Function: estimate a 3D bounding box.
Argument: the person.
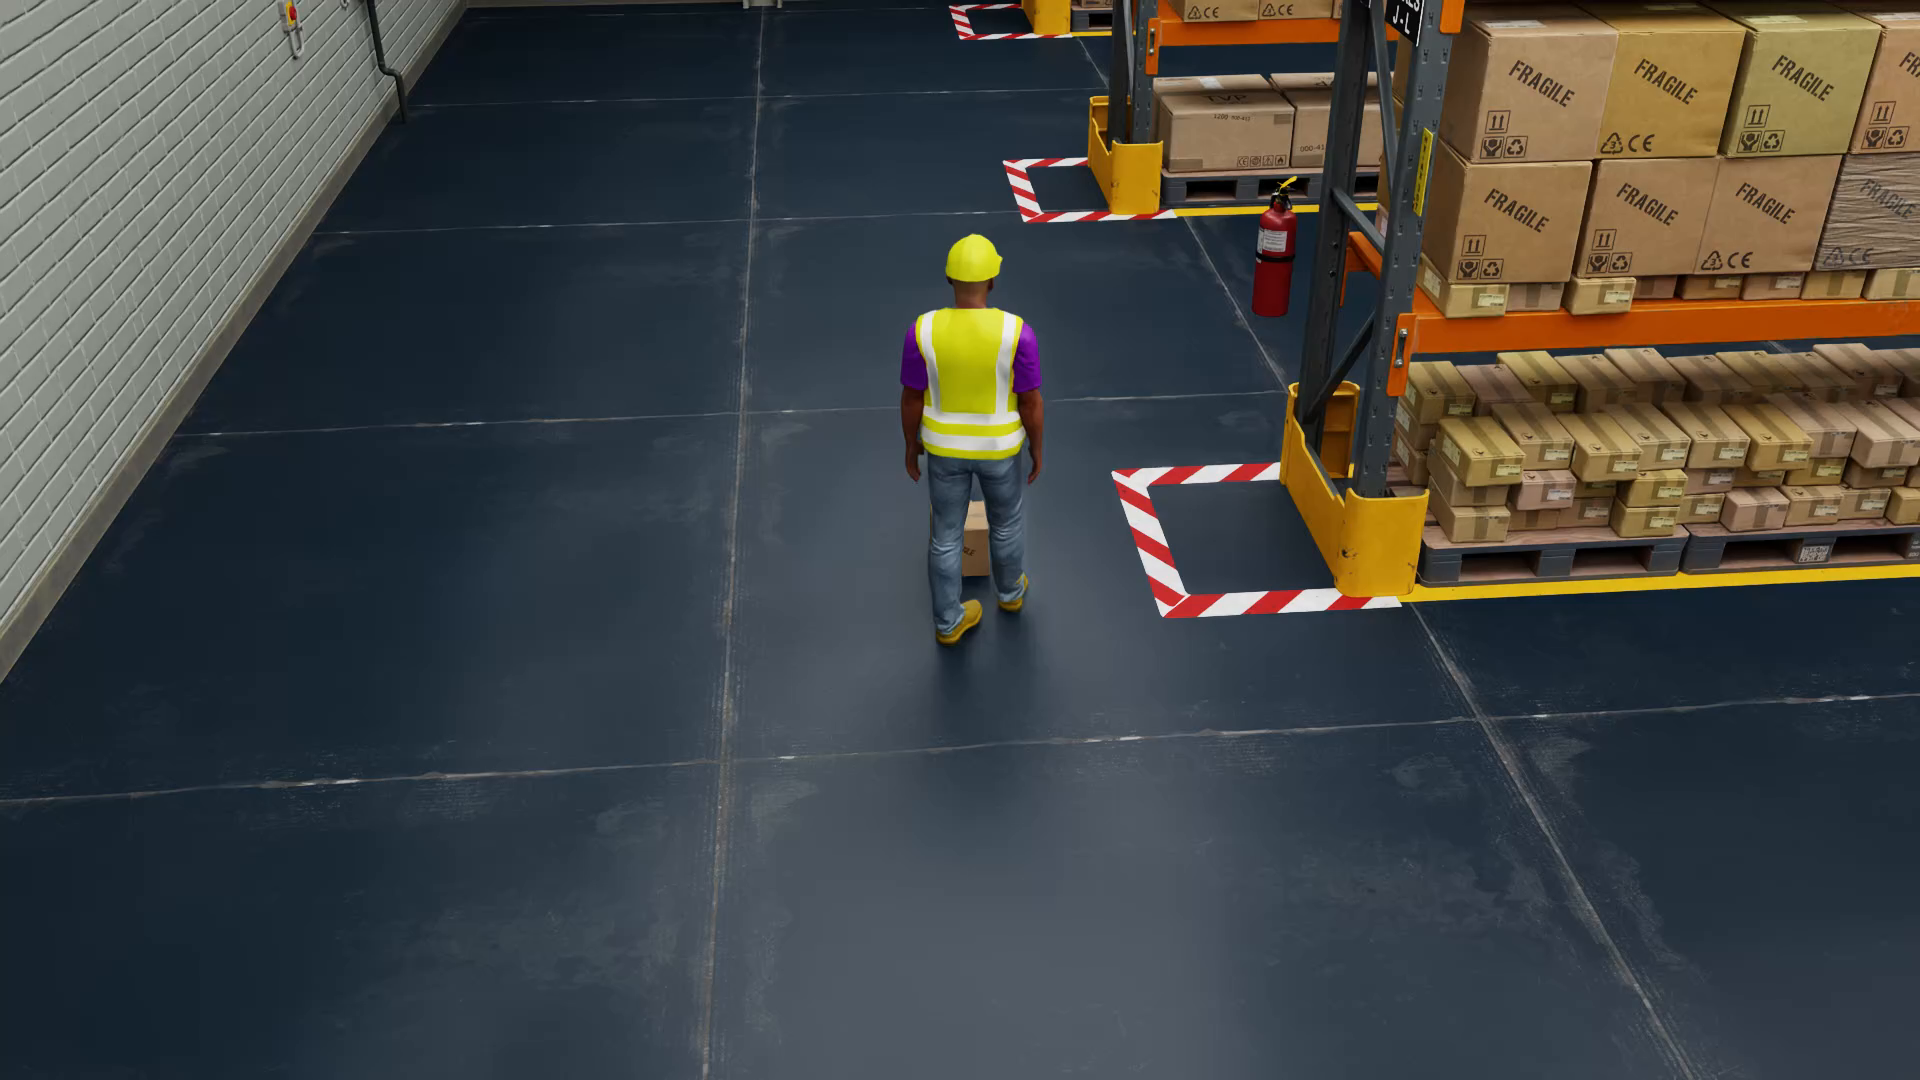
[{"bbox_3d":[0.063,-0.431,6.859,0.575,1.726,0.612,3,31,5],"label":"person"}]
